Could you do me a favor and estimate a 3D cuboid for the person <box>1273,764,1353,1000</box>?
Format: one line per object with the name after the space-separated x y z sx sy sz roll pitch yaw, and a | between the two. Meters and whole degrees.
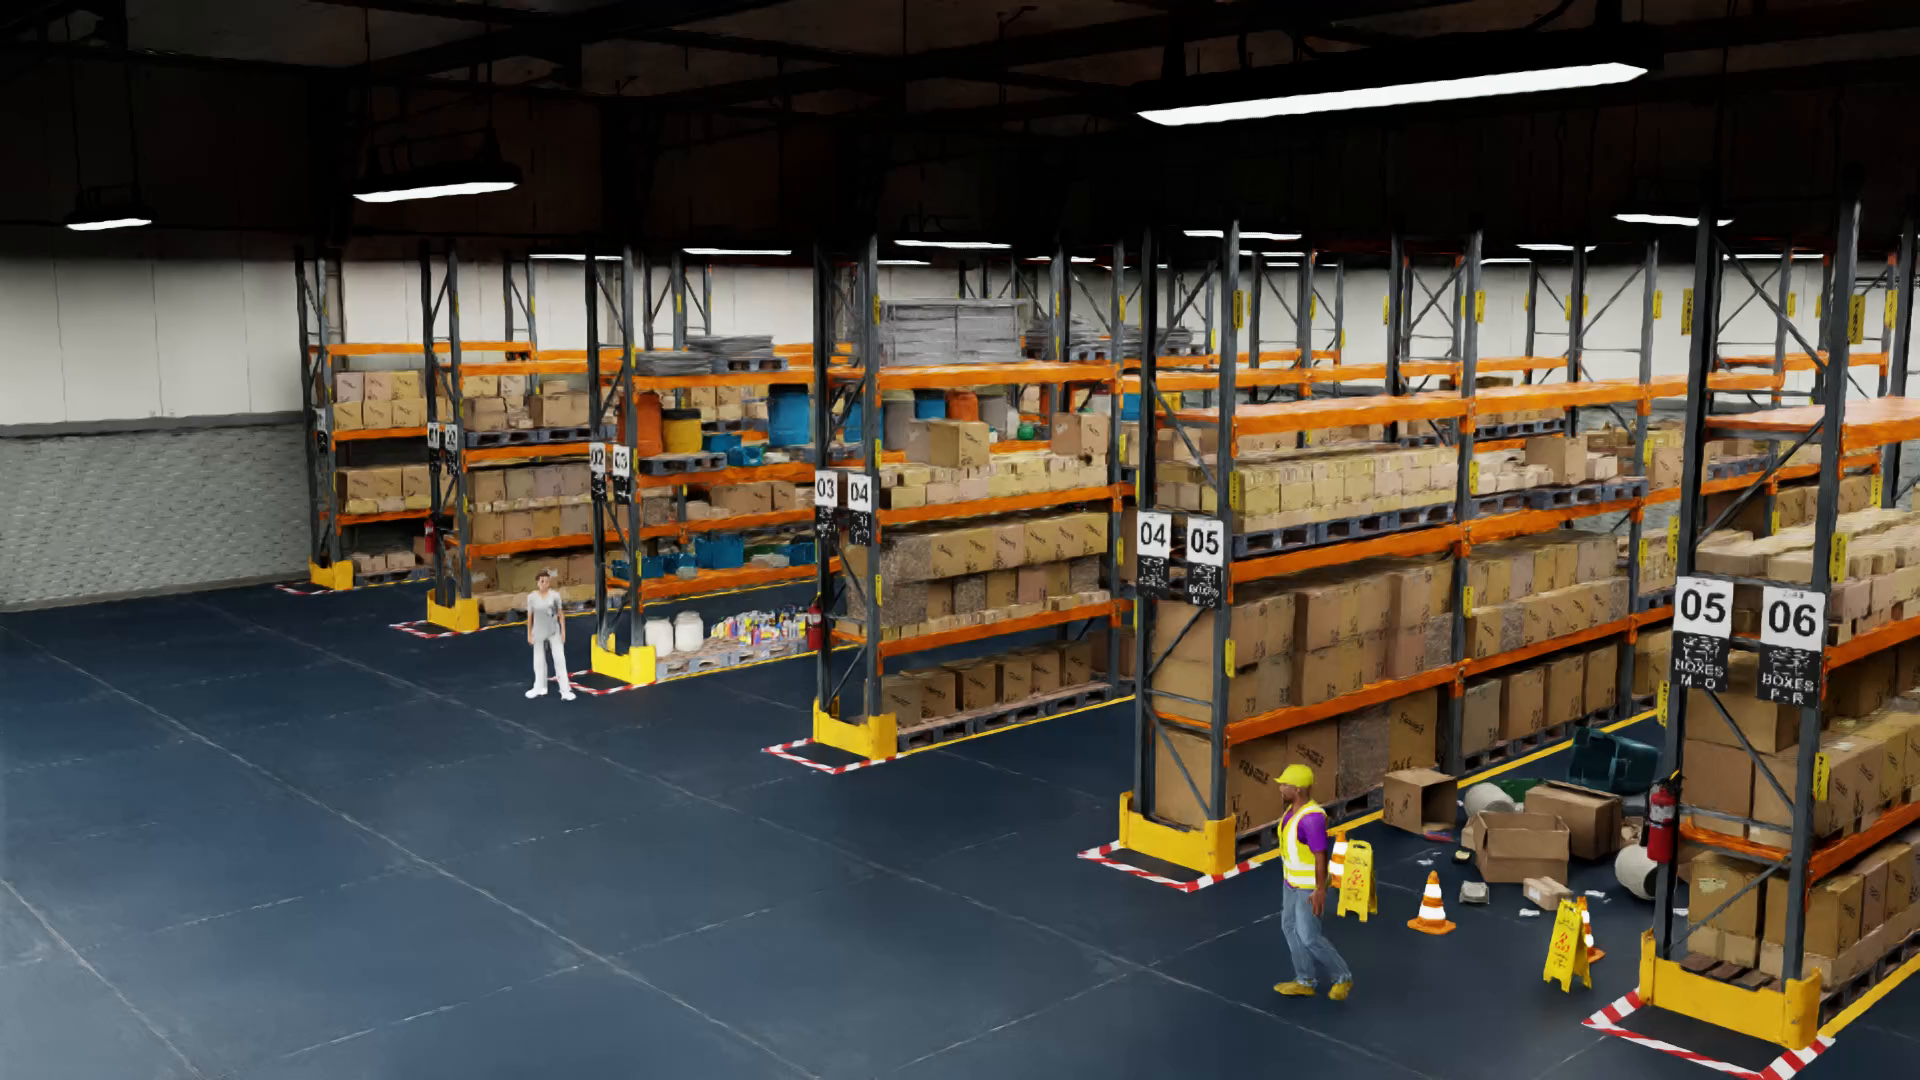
2.611 2.520 12.276 0.579 1.753 0.611 -1 8 -7 | person

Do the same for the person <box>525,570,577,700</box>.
-5.280 1.210 21.359 0.690 1.661 0.561 -1 8 -7 | person
